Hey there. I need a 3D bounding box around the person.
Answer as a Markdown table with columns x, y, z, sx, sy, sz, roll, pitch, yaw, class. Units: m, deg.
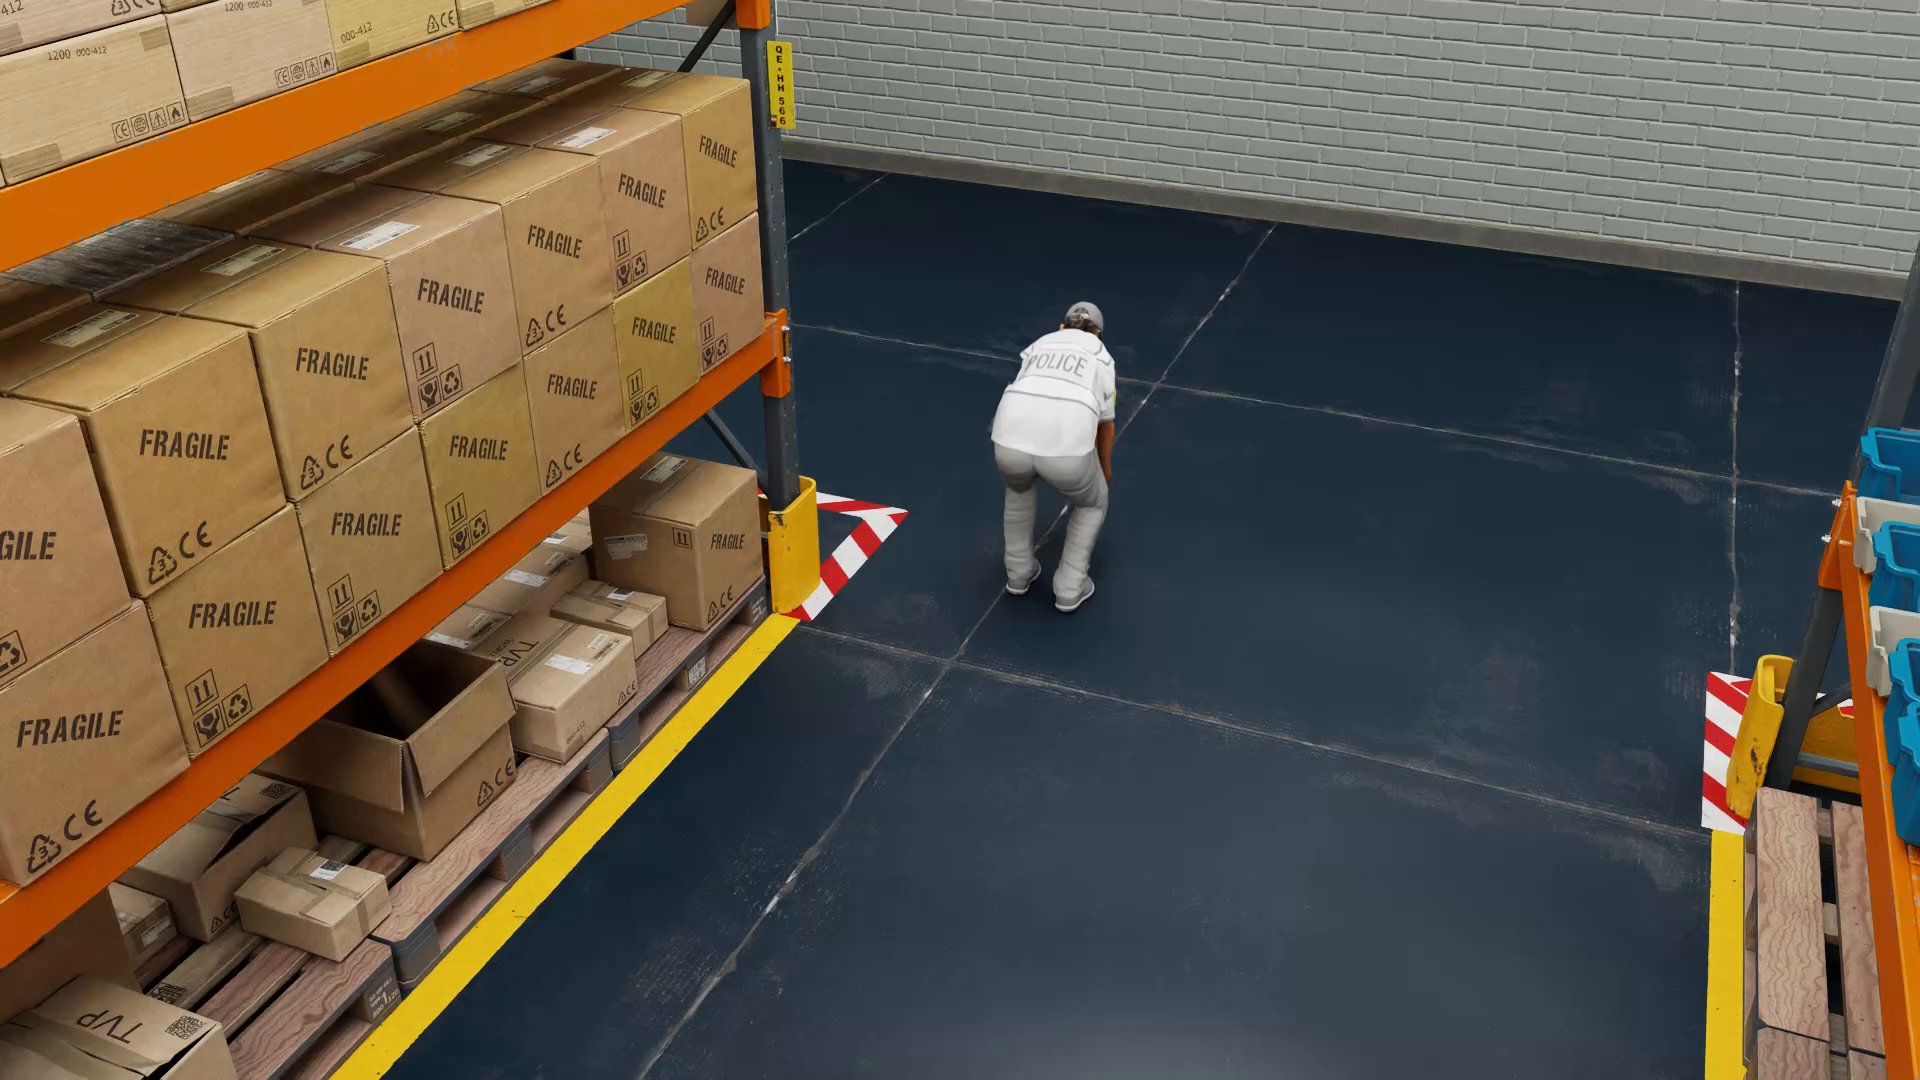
| x | y | z | sx | sy | sz | roll | pitch | yaw | class |
| --- | --- | --- | --- | --- | --- | --- | --- | --- | --- |
| 0.441 | -0.354 | 7.240 | 0.476 | 1.177 | 0.916 | 10 | 31 | 17 | person |
